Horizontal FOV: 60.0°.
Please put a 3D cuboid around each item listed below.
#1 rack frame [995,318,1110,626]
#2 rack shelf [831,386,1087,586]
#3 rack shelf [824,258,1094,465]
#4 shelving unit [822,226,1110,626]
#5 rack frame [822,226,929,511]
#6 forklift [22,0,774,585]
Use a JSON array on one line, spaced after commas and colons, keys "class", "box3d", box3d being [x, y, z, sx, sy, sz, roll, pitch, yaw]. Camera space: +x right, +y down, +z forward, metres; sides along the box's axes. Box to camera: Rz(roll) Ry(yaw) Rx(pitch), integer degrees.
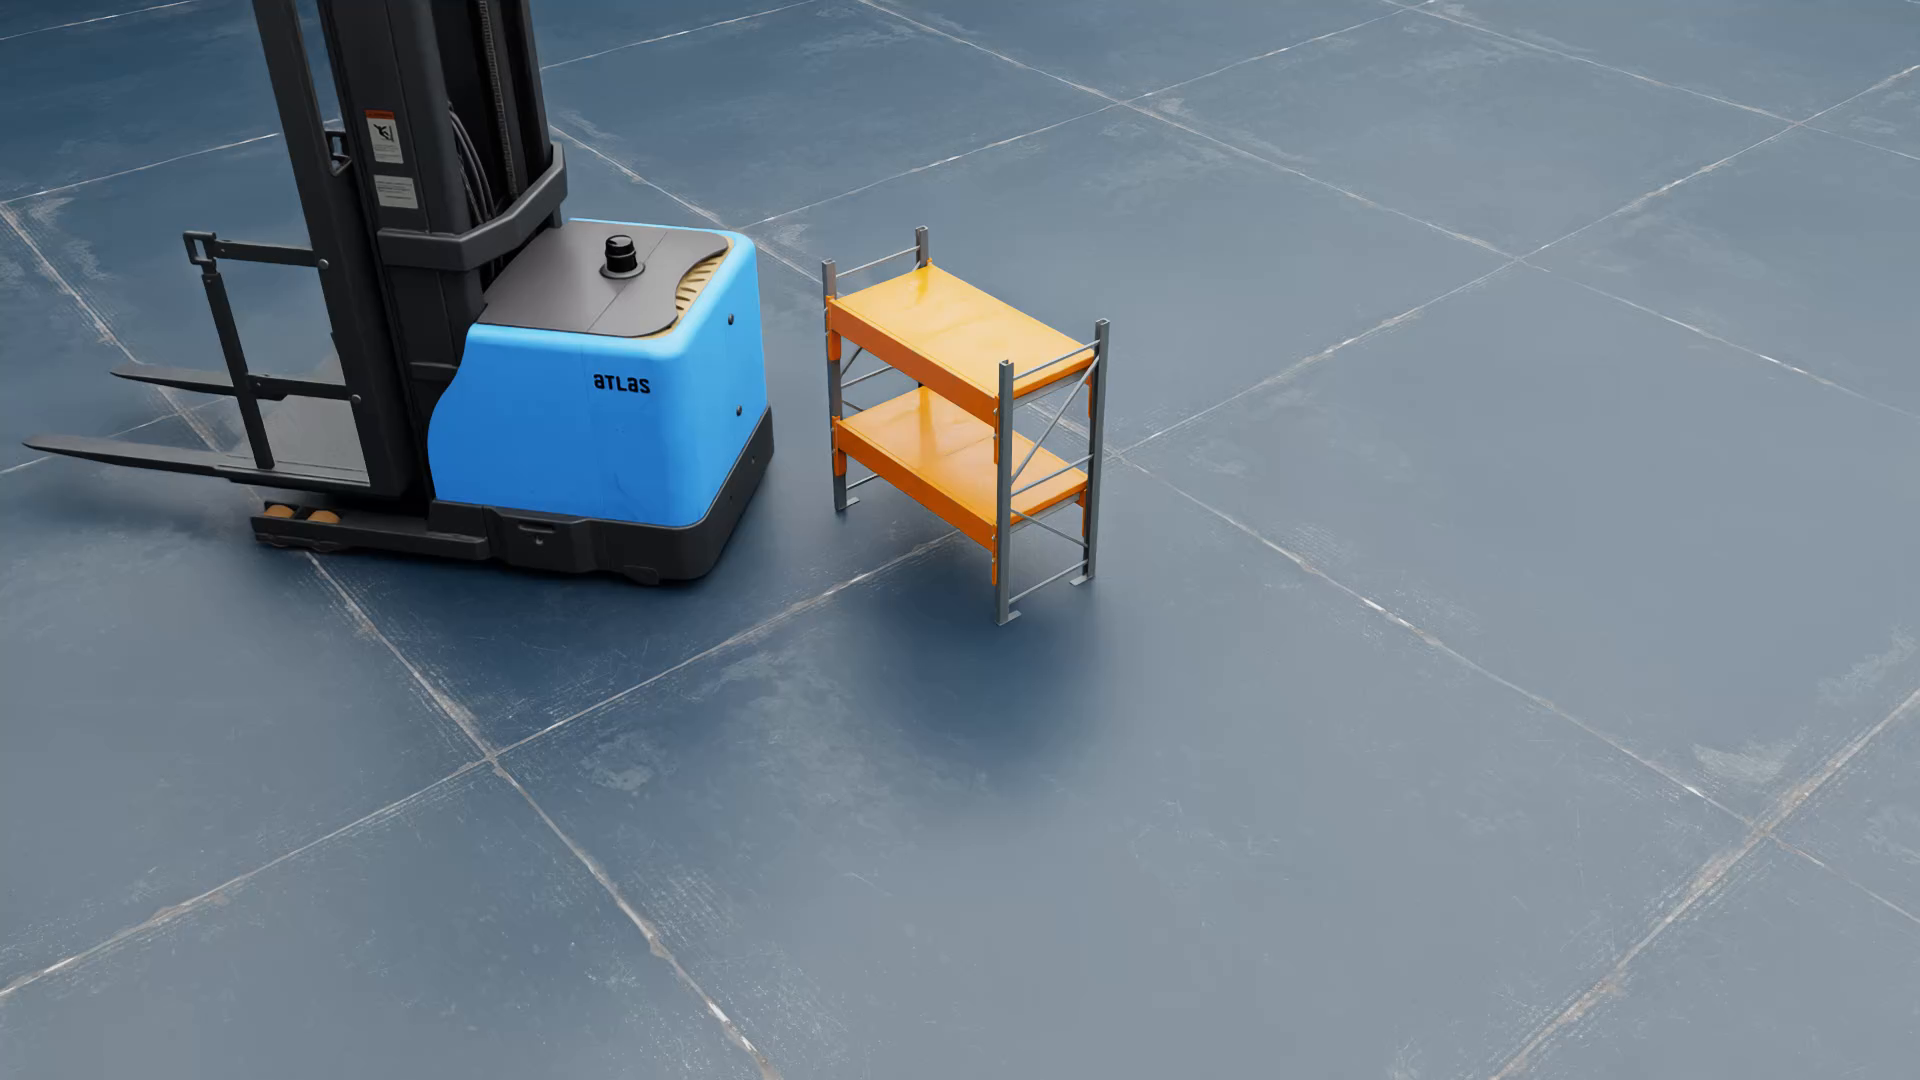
[{"class": "rack frame", "box3d": [0.332, -0.232, 6.104, 0.500, 1.125, 0.032, -26, 43, -32]}, {"class": "rack shelf", "box3d": [0.004, -0.257, 6.562, 0.538, 0.278, 1.000, -26, 43, -32]}, {"class": "rack shelf", "box3d": [0.004, -0.695, 6.252, 0.538, 0.278, 1.000, -26, 43, -32]}, {"class": "shelving unit", "box3d": [0.004, -0.456, 6.421, 0.538, 1.125, 1.048, -26, 43, -32]}, {"class": "rack frame", "box3d": [-0.324, -0.680, 6.738, 0.500, 1.125, 0.032, -26, 43, -32]}, {"class": "forklift", "box3d": [-2.369, -1.439, 6.245, 3.031, 2.935, 1.130, 7, 36, 9]}]
